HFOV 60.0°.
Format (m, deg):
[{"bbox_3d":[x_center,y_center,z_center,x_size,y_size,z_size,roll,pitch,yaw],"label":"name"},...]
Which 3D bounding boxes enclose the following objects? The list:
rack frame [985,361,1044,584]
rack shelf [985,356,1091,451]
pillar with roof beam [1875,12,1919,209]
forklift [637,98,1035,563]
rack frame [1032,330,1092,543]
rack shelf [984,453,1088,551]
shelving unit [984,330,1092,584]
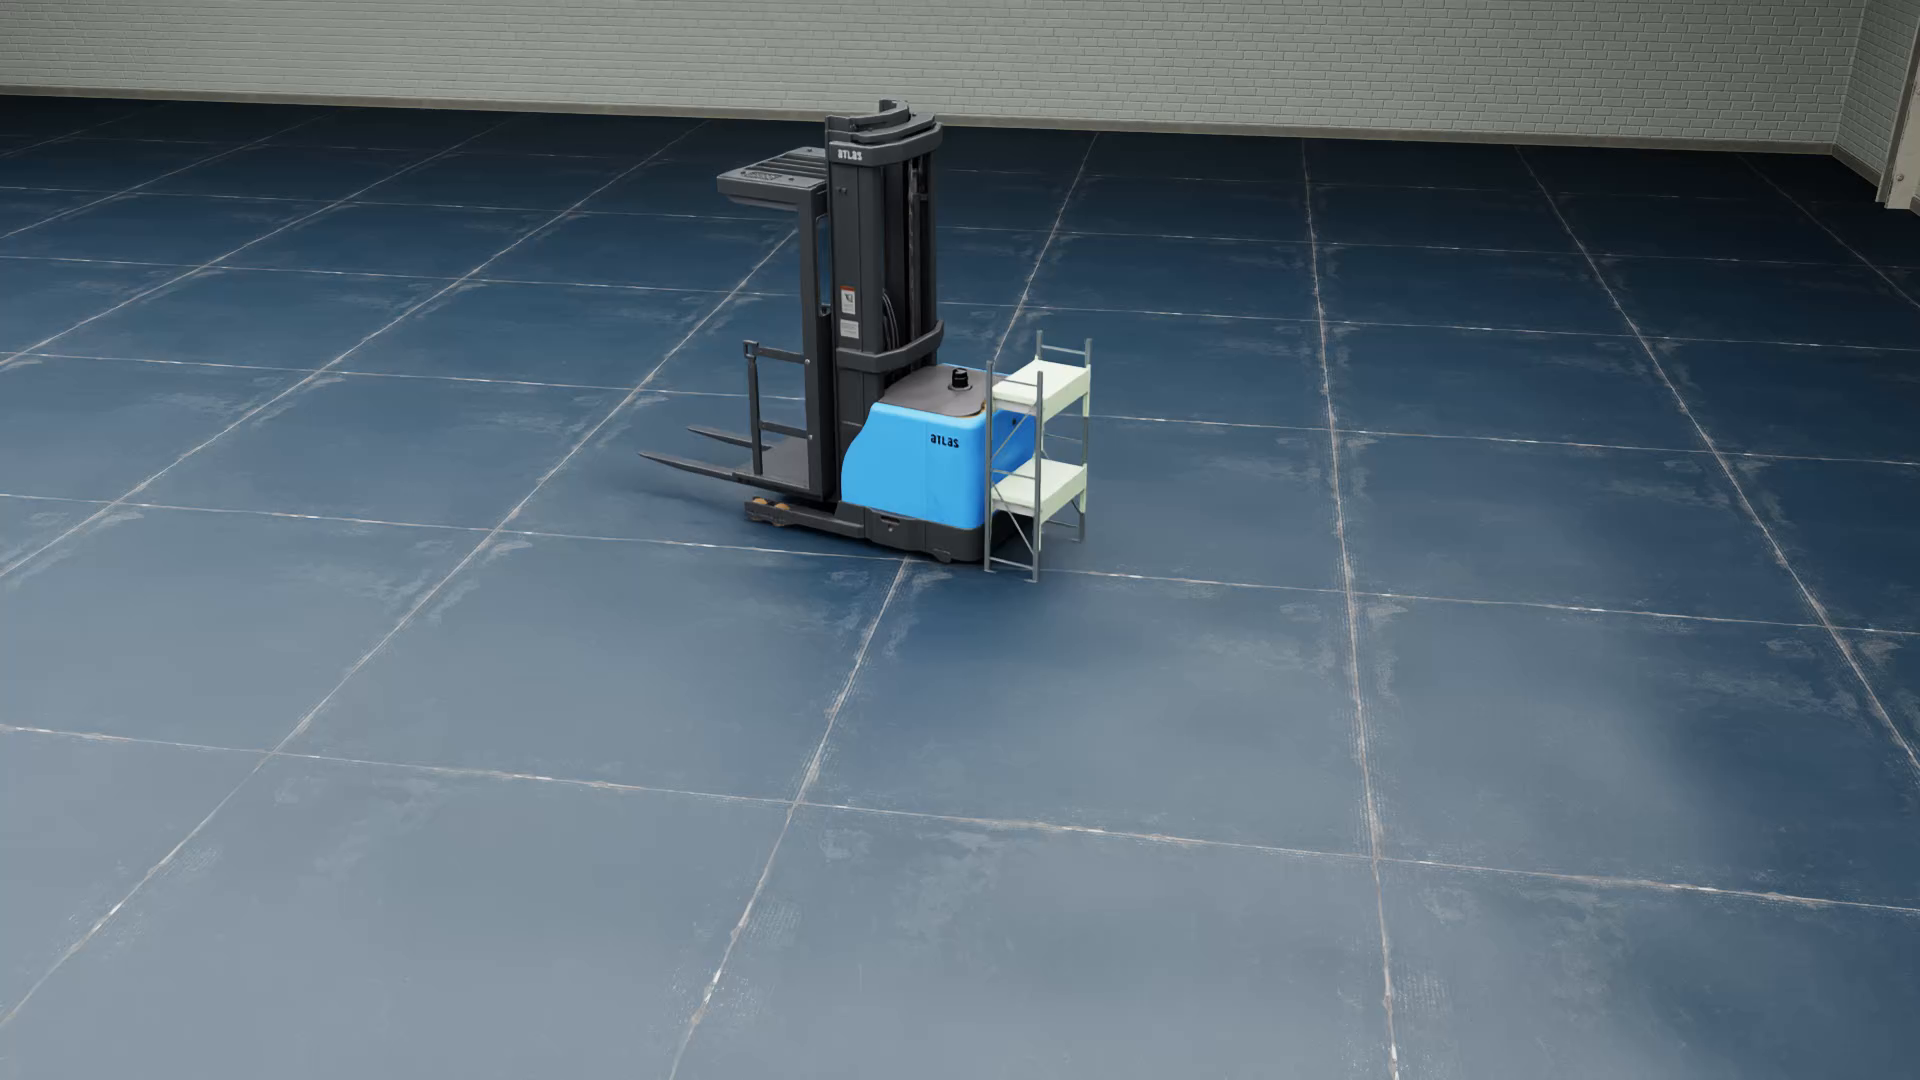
[{"bbox_3d":[0.349,-0.428,10.940,0.400,1.500,0.023,13,28,26],"label":"rack frame"},{"bbox_3d":[0.525,-0.918,11.065,0.431,0.370,0.720,13,28,26],"label":"rack shelf"},{"bbox_3d":[7.381,-8.548,19.442,9.100,9.000,0.400,4,25,9],"label":"pillar with roof beam"},{"bbox_3d":[-0.979,-1.603,11.761,3.031,2.935,1.130,13,28,26],"label":"forklift"},{"bbox_3d":[0.701,-0.700,11.521,0.400,1.500,0.023,13,28,26],"label":"rack frame"},{"bbox_3d":[0.525,-0.269,11.369,0.431,0.370,0.720,13,28,26],"label":"rack shelf"},{"bbox_3d":[0.525,-0.564,11.230,0.431,1.500,0.755,13,28,26],"label":"shelving unit"}]
